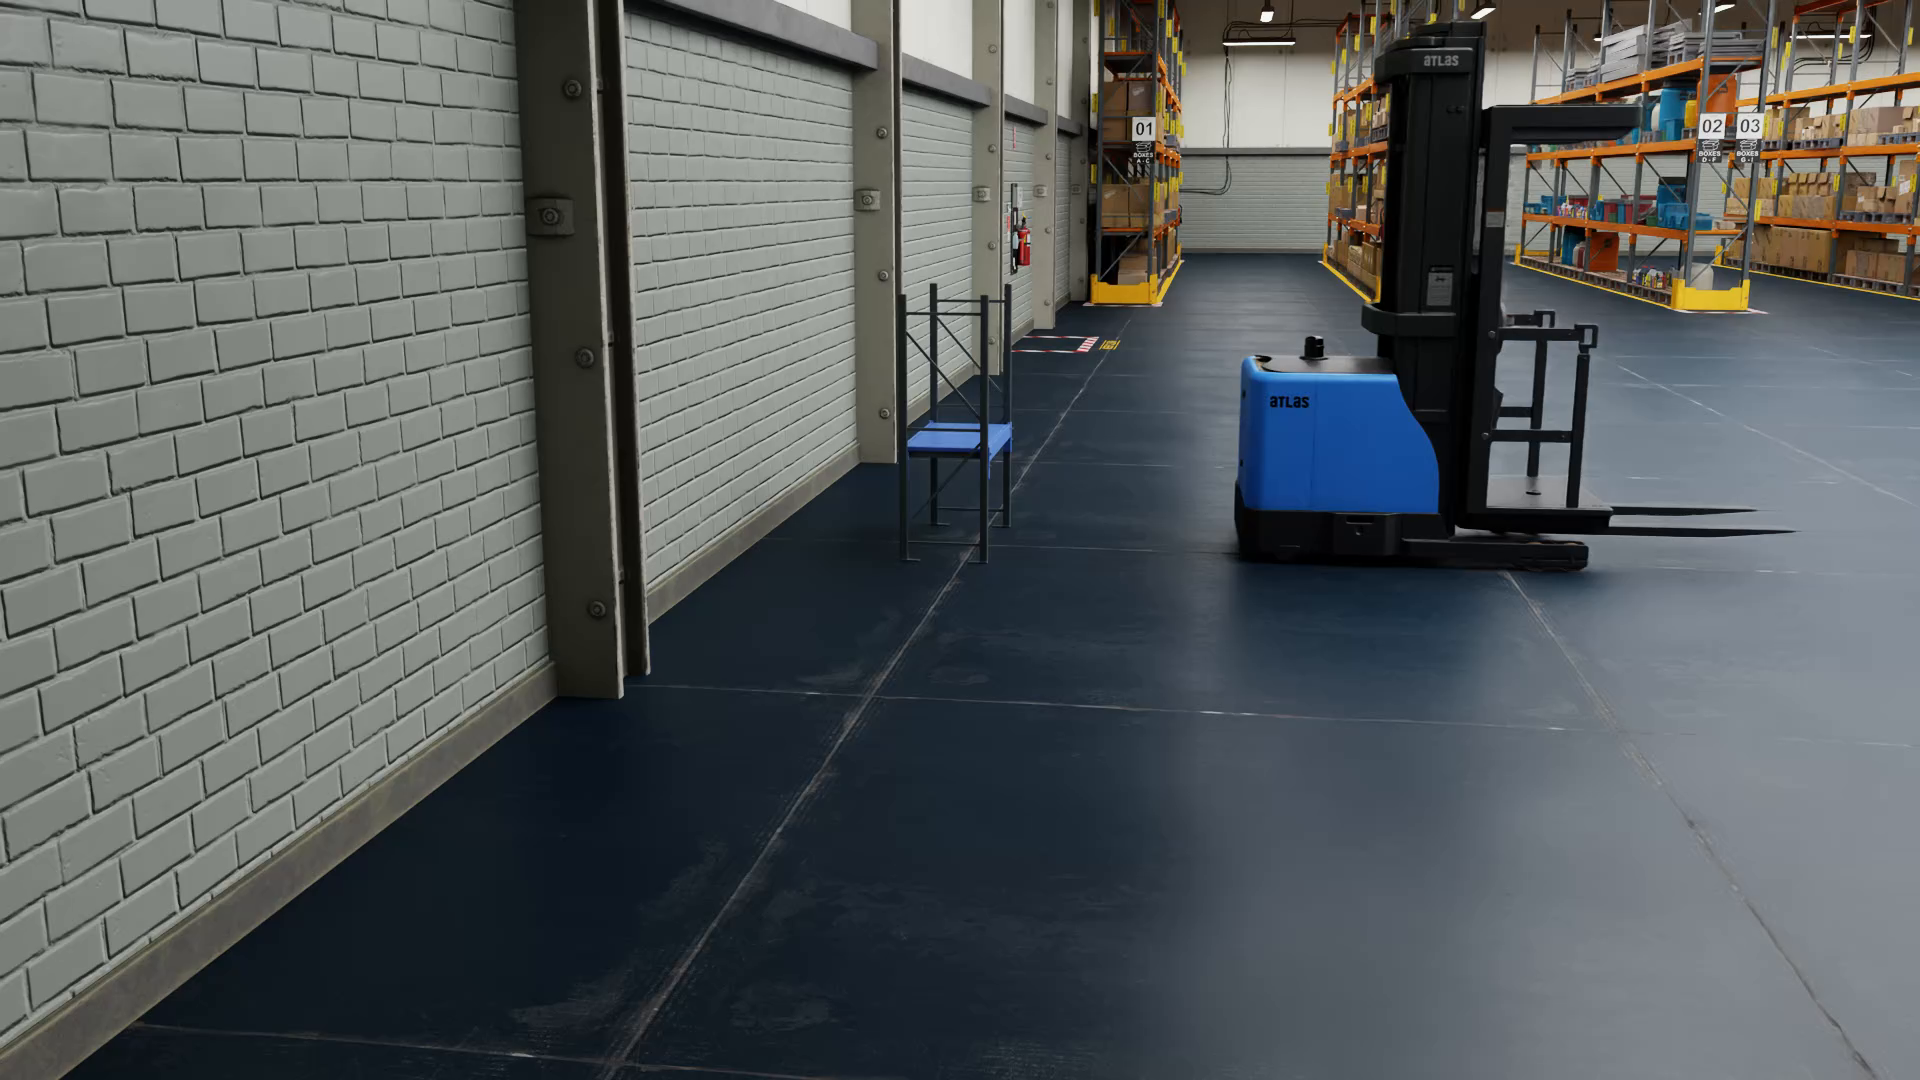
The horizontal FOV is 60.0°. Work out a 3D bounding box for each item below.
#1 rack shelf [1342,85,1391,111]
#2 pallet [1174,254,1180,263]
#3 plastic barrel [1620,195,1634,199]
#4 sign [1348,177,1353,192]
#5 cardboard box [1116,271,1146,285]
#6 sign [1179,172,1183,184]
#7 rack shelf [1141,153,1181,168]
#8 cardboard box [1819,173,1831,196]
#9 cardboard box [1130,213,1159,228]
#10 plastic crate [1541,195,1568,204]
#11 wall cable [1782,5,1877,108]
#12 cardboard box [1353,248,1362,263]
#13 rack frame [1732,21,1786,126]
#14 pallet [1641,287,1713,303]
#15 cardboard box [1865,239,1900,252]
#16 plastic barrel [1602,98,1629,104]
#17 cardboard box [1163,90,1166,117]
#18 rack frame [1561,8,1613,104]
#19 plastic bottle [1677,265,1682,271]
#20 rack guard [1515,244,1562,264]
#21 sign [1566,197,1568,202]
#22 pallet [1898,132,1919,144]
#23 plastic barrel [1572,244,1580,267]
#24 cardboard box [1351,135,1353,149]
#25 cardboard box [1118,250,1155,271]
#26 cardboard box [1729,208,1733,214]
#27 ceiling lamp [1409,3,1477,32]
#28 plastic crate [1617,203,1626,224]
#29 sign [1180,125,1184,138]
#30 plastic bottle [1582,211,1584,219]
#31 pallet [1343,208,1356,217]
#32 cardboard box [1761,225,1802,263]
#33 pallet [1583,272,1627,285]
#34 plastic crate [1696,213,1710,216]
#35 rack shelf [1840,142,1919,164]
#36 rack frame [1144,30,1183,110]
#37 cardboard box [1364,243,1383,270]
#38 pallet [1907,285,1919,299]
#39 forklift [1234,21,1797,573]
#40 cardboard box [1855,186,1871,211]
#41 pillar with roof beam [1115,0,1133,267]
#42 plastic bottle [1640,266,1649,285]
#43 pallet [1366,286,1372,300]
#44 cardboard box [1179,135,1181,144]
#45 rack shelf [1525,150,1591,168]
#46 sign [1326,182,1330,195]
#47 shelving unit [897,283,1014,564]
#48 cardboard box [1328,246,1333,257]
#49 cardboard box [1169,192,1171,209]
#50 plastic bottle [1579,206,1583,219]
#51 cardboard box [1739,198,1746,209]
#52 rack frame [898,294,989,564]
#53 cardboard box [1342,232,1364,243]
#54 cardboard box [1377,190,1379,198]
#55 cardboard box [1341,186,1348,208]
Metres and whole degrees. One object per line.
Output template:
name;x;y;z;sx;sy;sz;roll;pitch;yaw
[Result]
rack shelf;9.331;-9.981;37.603;1.077;0.370;4.000;2;12;9
pallet;5.312;-7.472;44.164;1.003;0.211;1.213;2;12;9
plastic barrel;14.145;-6.978;34.929;0.600;0.536;0.708;2;12;9
sign;8.485;-7.722;36.144;0.100;0.325;0.005;2;12;9
cardboard box;3.093;-4.715;30.091;0.500;0.311;0.500;0;12;2
sign;5.892;-9.665;44.412;0.100;0.325;0.005;2;12;9
rack shelf;5.051;-9.702;42.482;1.077;0.370;4.000;2;12;9
cardboard box;19.042;-7.684;35.909;0.797;0.503;0.637;2;12;10
cardboard box;3.286;-5.701;29.636;0.500;0.250;0.500;2;12;7
plastic crate;15.280;-8.654;42.803;0.616;0.435;0.499;2;12;9
wall cable;24.317;-14.093;46.392;2.277;5.999;0.120;2;12;9
cardboard box;8.421;-5.892;34.412;0.500;0.311;0.500;2;12;8
rack frame;20.041;-11.455;41.788;1.000;3.000;0.127;2;12;9
pallet;12.972;-4.429;30.043;1.003;0.211;1.213;2;12;9
cardboard box;18.666;-5.966;33.665;0.500;0.250;0.500;3;13;15
plastic barrel;14.007;-9.017;35.579;0.600;0.830;0.708;2;12;9
cardboard box;3.629;-8.292;31.570;0.500;0.500;0.500;3;12;12
rack frame;14.532;-10.783;38.669;1.000;3.000;0.127;2;12;9
plastic bottle;13.487;-4.962;31.141;0.144;0.351;0.185;2;12;7
rack guard;15.138;-7.467;43.453;1.175;0.500;0.348;2;12;9
sign;15.693;-8.748;43.080;0.100;0.325;0.005;2;12;9
pallet;18.396;-7.524;31.113;1.213;0.211;1.003;2;12;9
plastic barrel;14.148;-6.465;37.780;0.421;0.512;0.421;0;12;0
cardboard box;9.135;-8.892;36.778;0.910;0.500;0.500;2;12;9
cardboard box;3.609;-5.653;33.993;0.700;0.500;0.500;2;12;11
cardboard box;19.623;-8.283;41.905;0.380;0.149;0.250;2;12;8
ceiling lamp;13.138;-15.107;44.879;2.000;3.185;0.800;2;12;9
plastic crate;13.164;-6.417;32.687;0.392;0.384;0.575;2;12;9
sign;5.892;-10.844;44.158;0.100;0.325;0.005;2;12;9
plastic bottle;13.644;-7.110;36.338;0.097;0.201;0.097;0;12;0
pallet;9.318;-7.490;38.085;1.003;0.211;1.213;2;12;9
cardboard box;19.607;-6.991;39.361;0.875;0.875;0.875;2;12;9
pallet;13.759;-5.495;34.988;1.003;0.211;1.213;2;12;9
plastic crate;13.400;-5.873;30.479;0.499;0.251;0.616;2;12;9
rack shelf;18.503;-7.556;32.520;1.077;0.370;4.000;2;12;9
rack frame;5.358;-11.937;44.022;1.000;3.000;0.127;2;12;9
cardboard box;7.958;-5.383;31.603;0.500;0.500;0.500;2;12;9
pallet;18.127;-4.521;30.468;1.003;0.211;1.213;2;12;9
forklift;3.150;-1.371;9.397;3.031;2.935;1.130;1;12;6
cardboard box;18.767;-6.998;34.110;0.500;0.500;0.500;0;12;2
pillar with roof beam;8.250;-11.138;40.317;9.100;9.000;0.548;2;12;9
plastic bottle;12.739;-4.911;30.906;0.144;0.351;0.185;1;12;6
pallet;8.059;-4.564;30.672;1.003;0.211;1.213;2;12;9
cardboard box;5.508;-10.490;43.552;0.500;0.250;0.500;2;12;10
rack shelf;14.840;-9.381;40.992;1.077;0.370;4.000;2;12;9
sign;9.717;-9.285;43.903;0.100;0.325;0.005;2;12;9
shelving unit;-0.013;-0.715;9.753;0.538;1.500;1.048;2;12;9
cardboard box;9.736;-7.403;42.708;0.500;0.250;0.500;2;12;9
cardboard box;4.455;-7.636;37.313;0.500;0.500;0.500;2;12;10
plastic bottle;13.689;-7.205;36.613;0.097;0.271;0.097;0;12;0
cardboard box;19.546;-8.291;40.993;0.500;0.250;0.500;1;12;7
rack frame;-0.091;-0.610;9.262;0.500;1.500;0.032;2;12;9
cardboard box;9.093;-6.966;38.306;0.500;0.250;0.500;2;12;8
cardboard box;8.060;-6.502;31.267;0.380;0.149;0.250;2;12;8
cardboard box;9.301;-8.029;38.896;0.700;0.500;0.500;4;13;18
